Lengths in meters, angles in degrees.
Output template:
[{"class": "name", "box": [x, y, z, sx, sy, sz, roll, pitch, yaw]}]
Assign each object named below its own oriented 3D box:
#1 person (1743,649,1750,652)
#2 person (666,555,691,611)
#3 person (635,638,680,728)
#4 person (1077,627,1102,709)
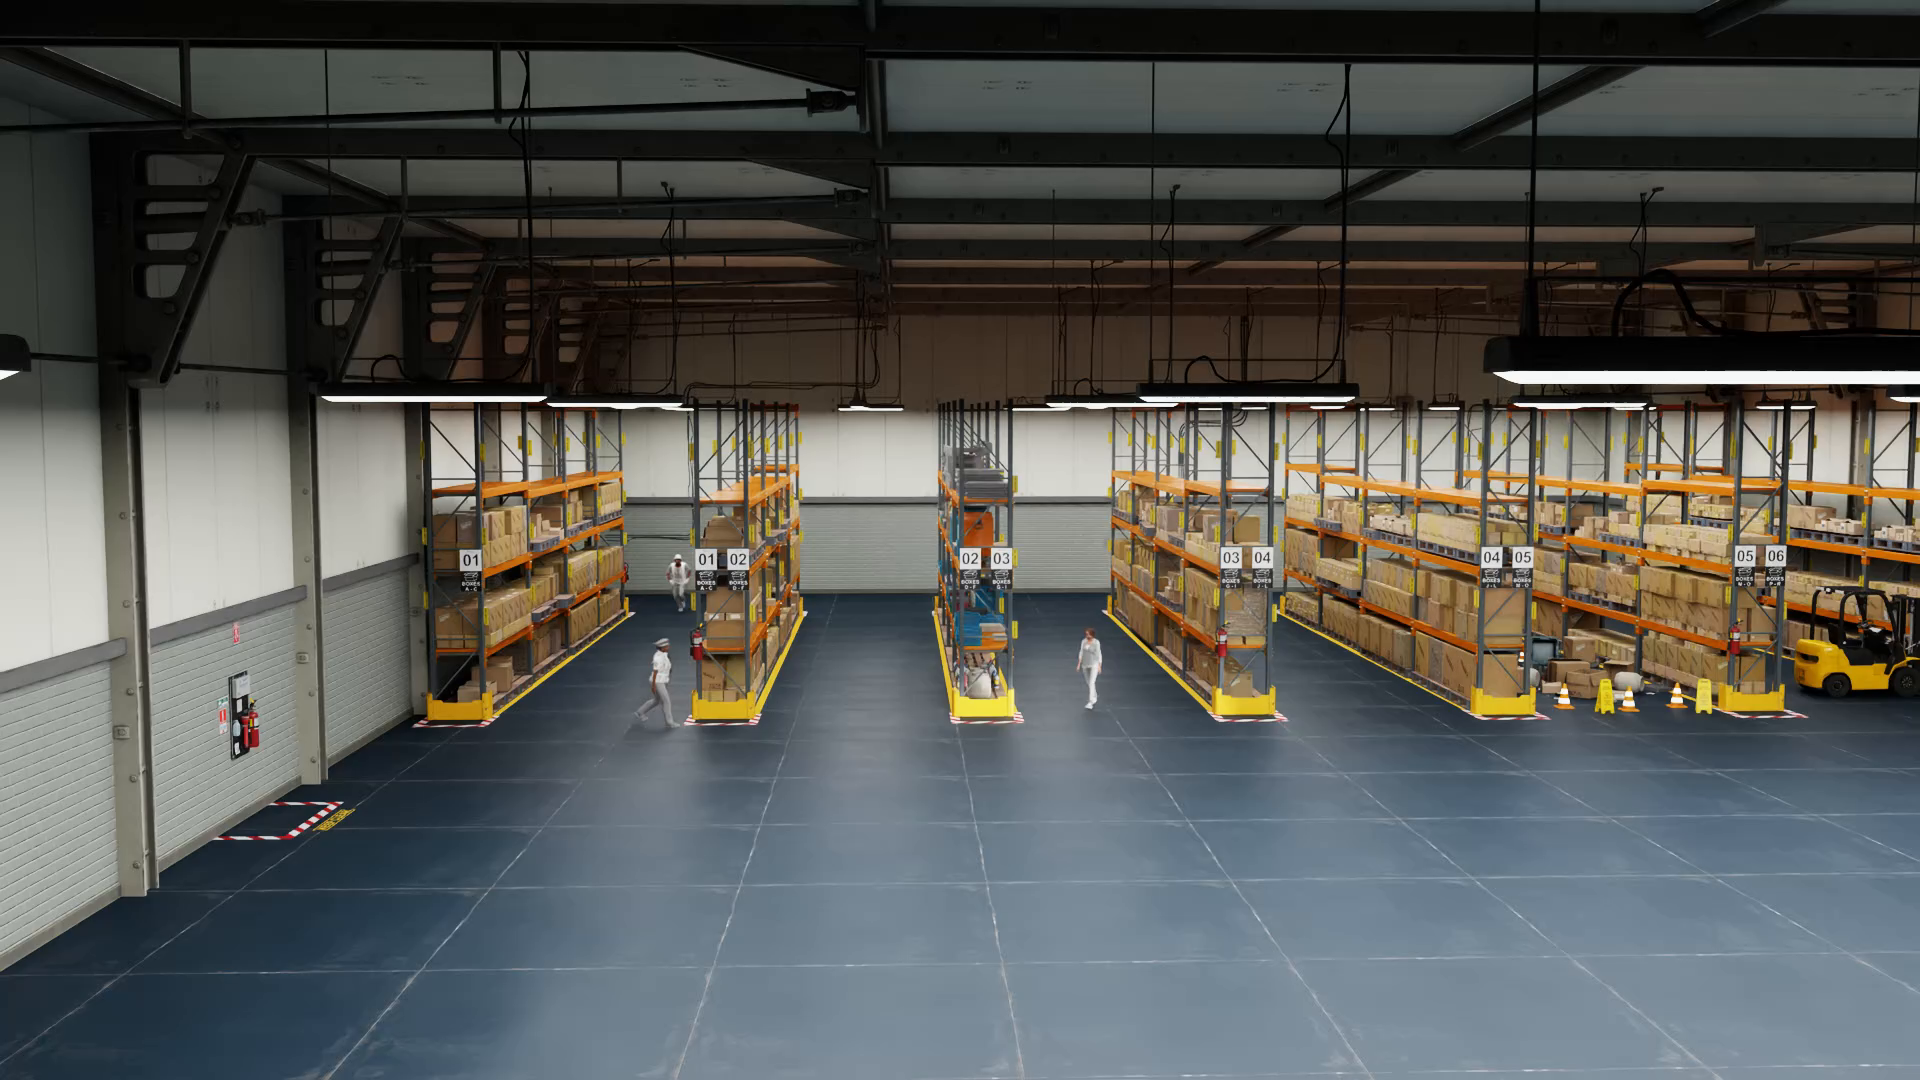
[{"class": "person", "box": [18.057, 2.006, 38.459, 0.447, 1.697, 0.612, -1, 4, -13]}, {"class": "person", "box": [-8.120, 1.243, 48.012, 0.676, 1.680, 0.657, 0, 4, 5]}, {"class": "person", "box": [-5.542, 2.593, 30.434, 1.021, 1.619, 0.456, 2, 5, 19]}, {"class": "person", "box": [2.535, 2.477, 32.403, 0.426, 1.561, 0.817, 3, 5, 37]}]
